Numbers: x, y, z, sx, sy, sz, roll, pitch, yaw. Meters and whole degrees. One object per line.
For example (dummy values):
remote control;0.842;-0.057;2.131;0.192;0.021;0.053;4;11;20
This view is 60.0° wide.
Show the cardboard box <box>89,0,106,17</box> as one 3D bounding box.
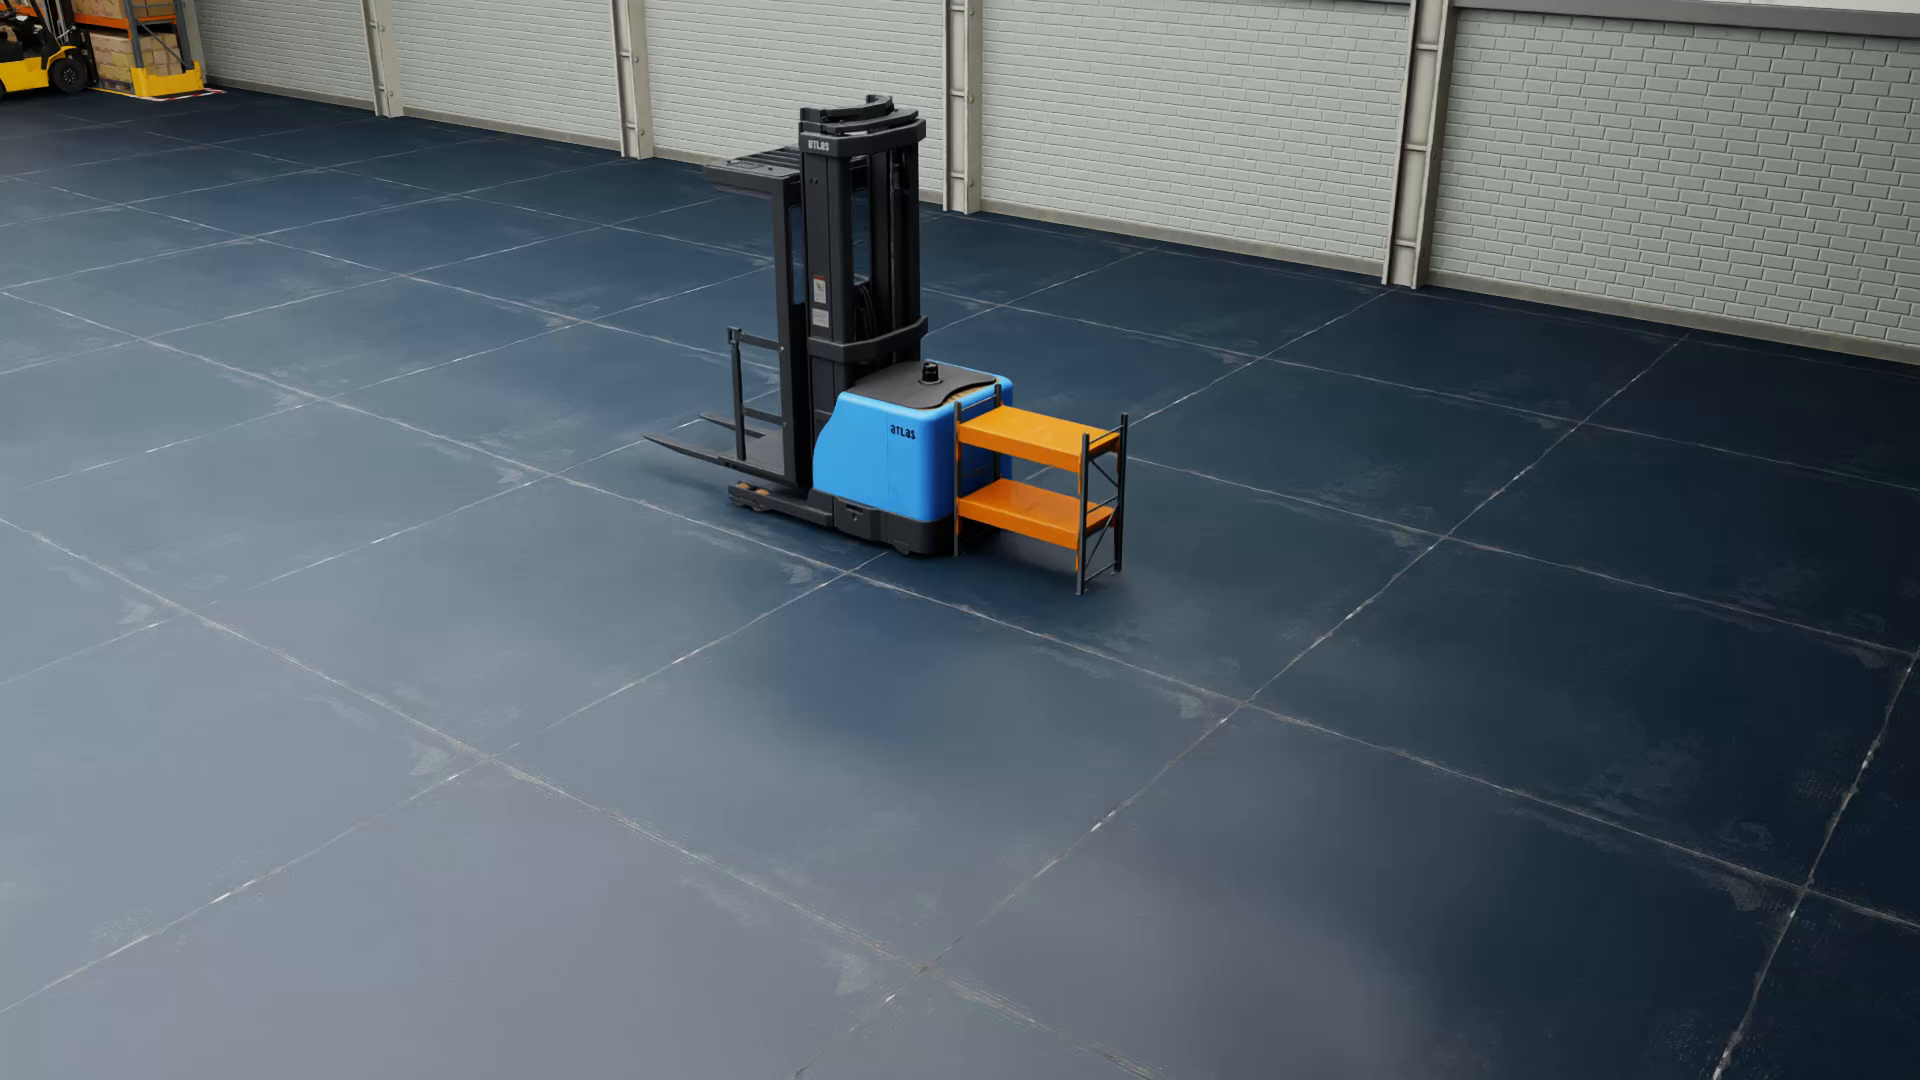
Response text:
cardboard box;-15.319;-9.714;29.952;0.500;0.500;0.500;18;29;35

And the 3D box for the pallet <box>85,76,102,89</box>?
pallet;-15.967;-8.696;31.224;1.213;0.211;1.003;17;29;33

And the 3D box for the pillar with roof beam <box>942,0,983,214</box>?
pillar with roof beam;-2.553;-6.968;16.404;0.400;9.000;9.100;17;29;33

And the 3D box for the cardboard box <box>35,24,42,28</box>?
cardboard box;-17.360;-9.646;31.571;0.500;0.250;0.500;16;29;33

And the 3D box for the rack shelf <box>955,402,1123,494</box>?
rack shelf;0.526;-0.621;11.039;1.000;0.278;0.538;17;29;34

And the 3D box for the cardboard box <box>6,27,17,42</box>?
cardboard box;-17.983;-9.701;32.471;0.625;0.625;0.875;18;30;36

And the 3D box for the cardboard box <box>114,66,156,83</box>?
cardboard box;-14.923;-8.451;30.099;0.500;0.250;0.500;17;29;34

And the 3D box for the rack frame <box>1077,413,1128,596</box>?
rack frame;0.931;-0.229;10.875;0.032;1.125;0.500;17;29;34

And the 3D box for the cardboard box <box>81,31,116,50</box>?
cardboard box;-15.735;-9.148;30.441;0.500;0.250;0.500;17;29;34

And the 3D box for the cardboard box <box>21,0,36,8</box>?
cardboard box;-17.360;-10.327;31.344;0.500;0.500;0.500;16;28;32

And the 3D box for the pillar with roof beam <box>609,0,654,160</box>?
pillar with roof beam;-7.354;-8.419;19.697;0.400;9.000;9.100;17;29;33

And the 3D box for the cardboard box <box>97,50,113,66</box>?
cardboard box;-15.330;-8.810;30.293;0.500;0.250;0.500;16;29;33

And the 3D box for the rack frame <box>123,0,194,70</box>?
rack frame;-14.358;-9.505;29.603;0.127;3.000;1.000;17;29;33

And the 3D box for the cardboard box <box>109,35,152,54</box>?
cardboard box;-14.913;-8.908;29.896;0.500;0.250;0.500;18;29;35

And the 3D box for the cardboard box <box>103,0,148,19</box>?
cardboard box;-14.909;-9.585;29.661;0.500;0.500;0.500;16;28;32

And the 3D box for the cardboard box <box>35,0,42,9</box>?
cardboard box;-16.933;-10.206;31.070;0.500;0.500;0.500;17;29;34

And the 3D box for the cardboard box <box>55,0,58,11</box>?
cardboard box;-16.527;-10.084;30.793;0.500;0.500;0.500;16;29;33

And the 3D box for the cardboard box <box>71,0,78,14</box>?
cardboard box;-16.138;-9.956;30.501;0.500;0.500;0.500;17;29;34

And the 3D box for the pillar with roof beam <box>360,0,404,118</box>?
pillar with roof beam;-12.155;-9.870;22.990;0.400;9.000;9.100;17;29;33

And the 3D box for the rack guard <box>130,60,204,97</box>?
rack guard;-14.339;-8.356;30.094;0.348;0.500;1.175;17;29;33

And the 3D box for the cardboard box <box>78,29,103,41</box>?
cardboard box;-16.136;-9.273;30.725;0.500;0.250;0.500;16;28;32

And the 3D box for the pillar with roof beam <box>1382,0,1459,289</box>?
pillar with roof beam;2.248;-5.517;13.111;0.400;9.000;9.100;17;29;33

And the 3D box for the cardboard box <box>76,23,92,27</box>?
cardboard box;-16.634;-9.690;31.671;0.500;0.250;0.500;16;29;33

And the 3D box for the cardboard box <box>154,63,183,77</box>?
cardboard box;-14.634;-8.621;30.486;0.500;0.250;0.500;17;29;34

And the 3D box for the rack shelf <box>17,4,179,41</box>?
rack shelf;-15.958;-9.660;30.846;4.000;0.370;1.077;17;29;33

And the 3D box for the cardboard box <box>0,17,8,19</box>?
cardboard box;-19.741;-10.235;33.683;0.625;0.625;0.875;18;29;35

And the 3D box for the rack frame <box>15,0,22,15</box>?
rack frame;-17.559;-10.473;31.799;0.127;3.000;1.000;17;29;33

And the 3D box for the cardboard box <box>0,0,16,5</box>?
cardboard box;-18.119;-10.441;31.914;0.500;0.250;0.500;18;29;34

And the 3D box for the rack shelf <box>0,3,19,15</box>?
rack shelf;-19.159;-10.627;33.041;4.000;0.370;1.077;17;29;33

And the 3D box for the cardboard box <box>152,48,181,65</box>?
cardboard box;-14.609;-8.849;30.382;0.500;0.250;0.500;17;29;34

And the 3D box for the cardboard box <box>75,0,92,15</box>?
cardboard box;-15.729;-9.838;30.233;0.500;0.500;0.500;16;29;32

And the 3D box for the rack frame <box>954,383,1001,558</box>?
rack frame;0.121;-0.477;11.438;0.032;1.125;0.500;17;29;34

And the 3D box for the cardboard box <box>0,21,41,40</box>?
cardboard box;-18.599;-9.891;32.902;0.625;0.625;0.875;16;29;33

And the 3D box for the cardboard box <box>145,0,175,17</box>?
cardboard box;-14.588;-9.760;30.058;0.500;0.500;0.500;18;29;35

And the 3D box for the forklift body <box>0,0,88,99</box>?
forklift body;-16.969;-8.987;29.479;1.214;2.155;2.313;17;29;33

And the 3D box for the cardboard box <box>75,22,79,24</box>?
cardboard box;-17.049;-9.807;31.938;0.500;0.250;0.500;17;29;34

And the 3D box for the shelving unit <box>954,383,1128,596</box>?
shelving unit;0.526;-0.353;11.157;1.048;1.125;0.538;17;29;34

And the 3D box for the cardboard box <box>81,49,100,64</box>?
cardboard box;-15.755;-8.928;30.561;0.500;0.250;0.500;16;28;32

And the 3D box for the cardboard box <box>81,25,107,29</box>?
cardboard box;-16.238;-9.563;31.384;0.500;0.250;0.500;17;29;34

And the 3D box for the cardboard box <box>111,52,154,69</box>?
cardboard box;-14.935;-8.685;30.010;0.500;0.250;0.500;16;29;33

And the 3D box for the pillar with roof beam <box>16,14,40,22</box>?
pillar with roof beam;-21.757;-12.772;29.576;0.400;9.000;9.100;17;29;33

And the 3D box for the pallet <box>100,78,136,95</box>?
pallet;-14.995;-8.401;30.554;1.213;0.211;1.003;17;29;33

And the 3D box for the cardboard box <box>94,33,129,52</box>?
cardboard box;-15.325;-9.029;30.172;0.500;0.250;0.500;17;29;34

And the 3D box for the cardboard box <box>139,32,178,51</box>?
cardboard box;-14.629;-9.074;30.274;0.500;0.250;0.500;16;29;33

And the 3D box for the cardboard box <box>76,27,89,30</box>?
cardboard box;-16.552;-9.402;31.019;0.500;0.250;0.500;18;29;35

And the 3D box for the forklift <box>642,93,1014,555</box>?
forklift;-1.092;-1.698;11.969;3.031;2.935;1.130;17;29;34

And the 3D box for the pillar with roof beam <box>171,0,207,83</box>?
pillar with roof beam;-16.956;-11.321;26.283;0.400;9.000;9.100;17;29;33

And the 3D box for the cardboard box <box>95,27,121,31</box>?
cardboard box;-15.830;-9.444;31.114;0.500;0.250;0.500;16;28;32

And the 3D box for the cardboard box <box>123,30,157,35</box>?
cardboard box;-15.031;-9.194;30.545;0.500;0.250;0.500;17;29;33

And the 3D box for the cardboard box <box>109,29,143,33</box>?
cardboard box;-15.425;-9.318;30.828;0.500;0.250;0.500;17;29;33

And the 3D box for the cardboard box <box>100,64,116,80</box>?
cardboard box;-15.315;-8.574;30.379;0.500;0.250;0.500;17;29;33

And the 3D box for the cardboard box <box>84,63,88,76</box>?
cardboard box;-16.139;-8.816;30.929;0.500;0.250;0.500;18;29;35

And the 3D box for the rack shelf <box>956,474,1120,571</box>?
rack shelf;0.526;-0.130;11.255;1.000;0.278;0.538;17;29;34

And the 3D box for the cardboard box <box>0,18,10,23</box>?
cardboard box;-19.202;-10.072;33.313;0.625;0.625;0.875;15;28;31

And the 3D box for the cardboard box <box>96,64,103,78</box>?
cardboard box;-15.710;-8.698;30.660;0.500;0.250;0.500;17;29;34
